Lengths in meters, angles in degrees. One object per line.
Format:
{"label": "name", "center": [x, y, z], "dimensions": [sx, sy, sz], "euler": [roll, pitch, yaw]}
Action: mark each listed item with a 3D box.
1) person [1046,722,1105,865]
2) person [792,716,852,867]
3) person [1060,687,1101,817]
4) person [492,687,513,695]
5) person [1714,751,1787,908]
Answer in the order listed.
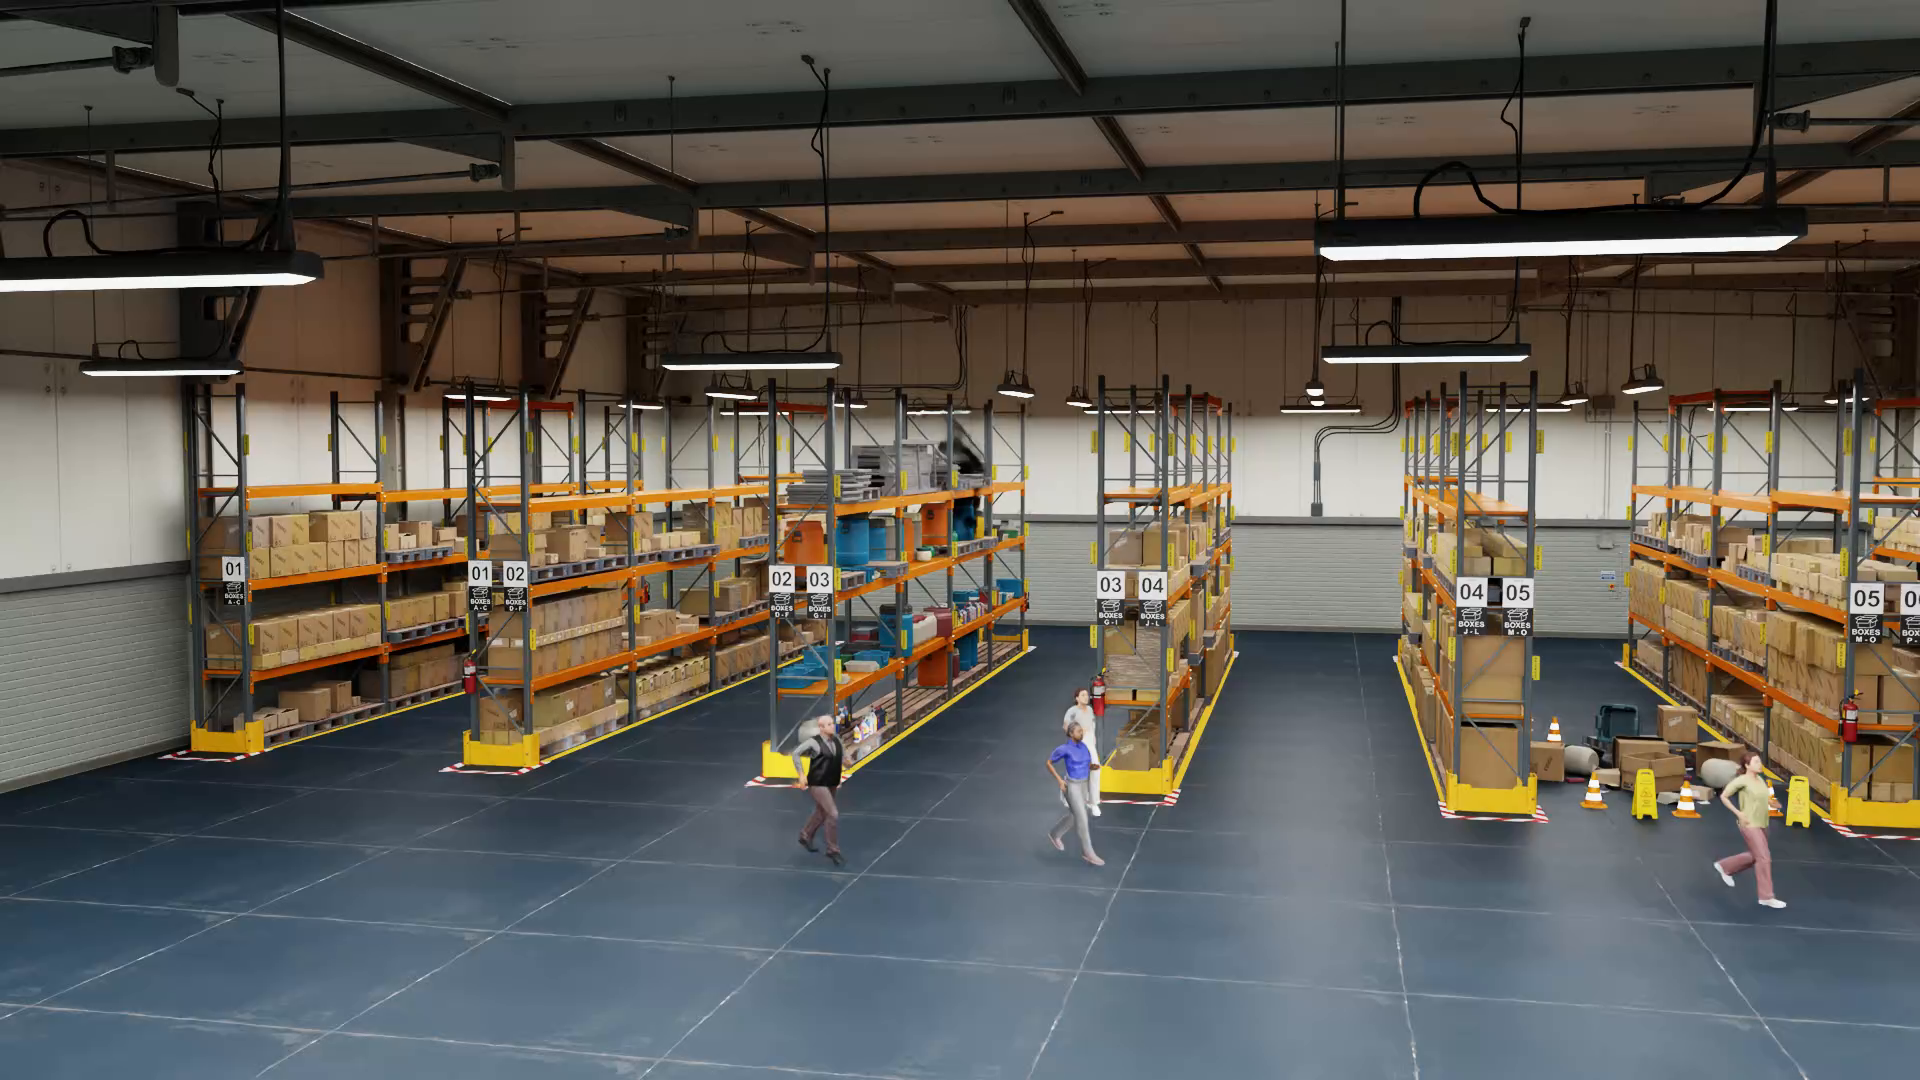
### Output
{"label": "person", "center": [1.382, 3.009, 19.999], "dimensions": [0.934, 1.655, 0.573], "euler": [3, 4, 40]}
{"label": "person", "center": [-1.646, 2.987, 19.994], "dimensions": [0.869, 1.773, 0.627], "euler": [2, 4, 35]}
{"label": "person", "center": [1.654, 2.856, 22.651], "dimensions": [0.571, 1.710, 0.782], "euler": [-2, 4, -25]}
{"label": "person", "center": [-8.251, 2.469, 30.217], "dimensions": [0.574, 1.728, 0.754], "euler": [0, 3, 7]}
{"label": "person", "center": [8.649, 3.129, 18.200], "dimensions": [0.589, 1.643, 0.894], "euler": [-2, 4, -32]}
